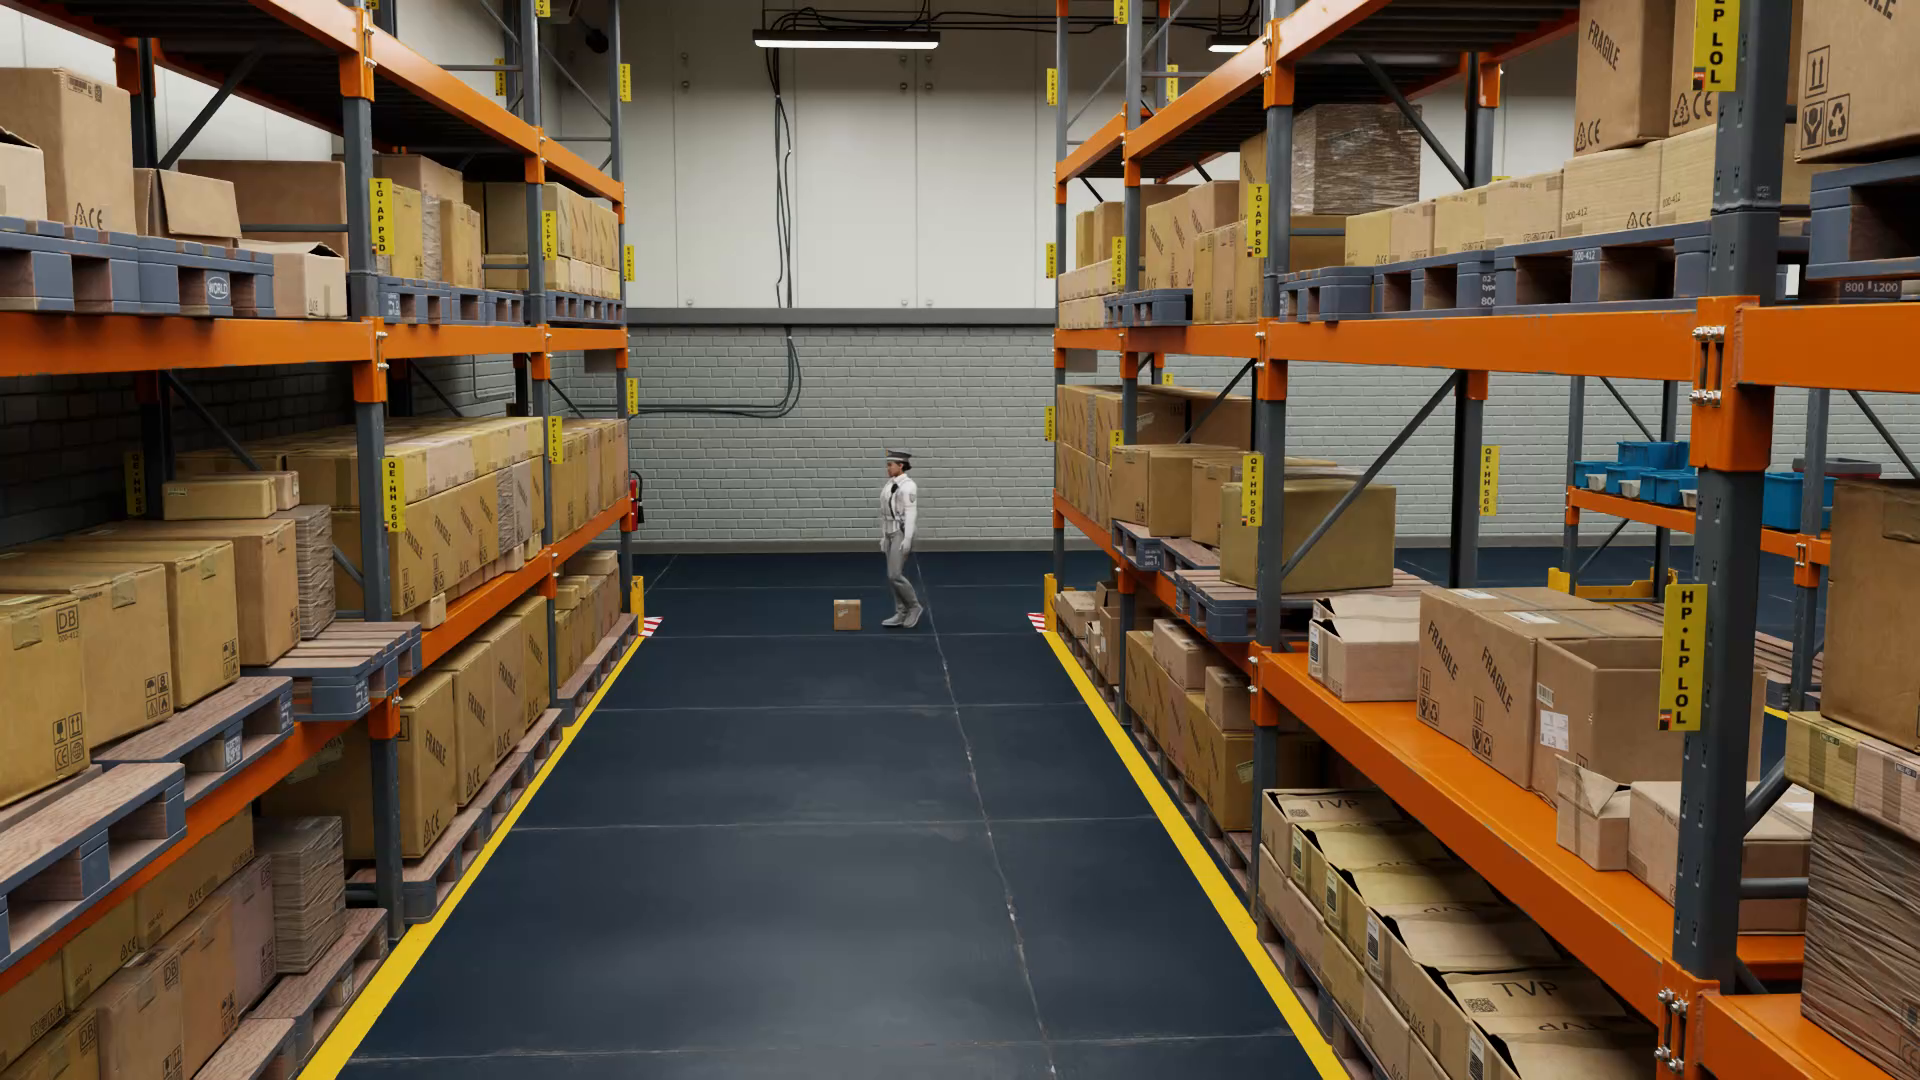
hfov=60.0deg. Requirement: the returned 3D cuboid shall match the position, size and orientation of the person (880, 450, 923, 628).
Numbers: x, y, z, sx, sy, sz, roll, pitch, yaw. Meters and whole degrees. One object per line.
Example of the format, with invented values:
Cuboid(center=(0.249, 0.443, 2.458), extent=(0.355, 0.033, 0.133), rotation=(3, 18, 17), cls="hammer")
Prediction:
Cuboid(center=(-0.564, -0.011, 15.763), extent=(0.400, 1.692, 0.517), rotation=(-4, 8, -27), cls="person")
